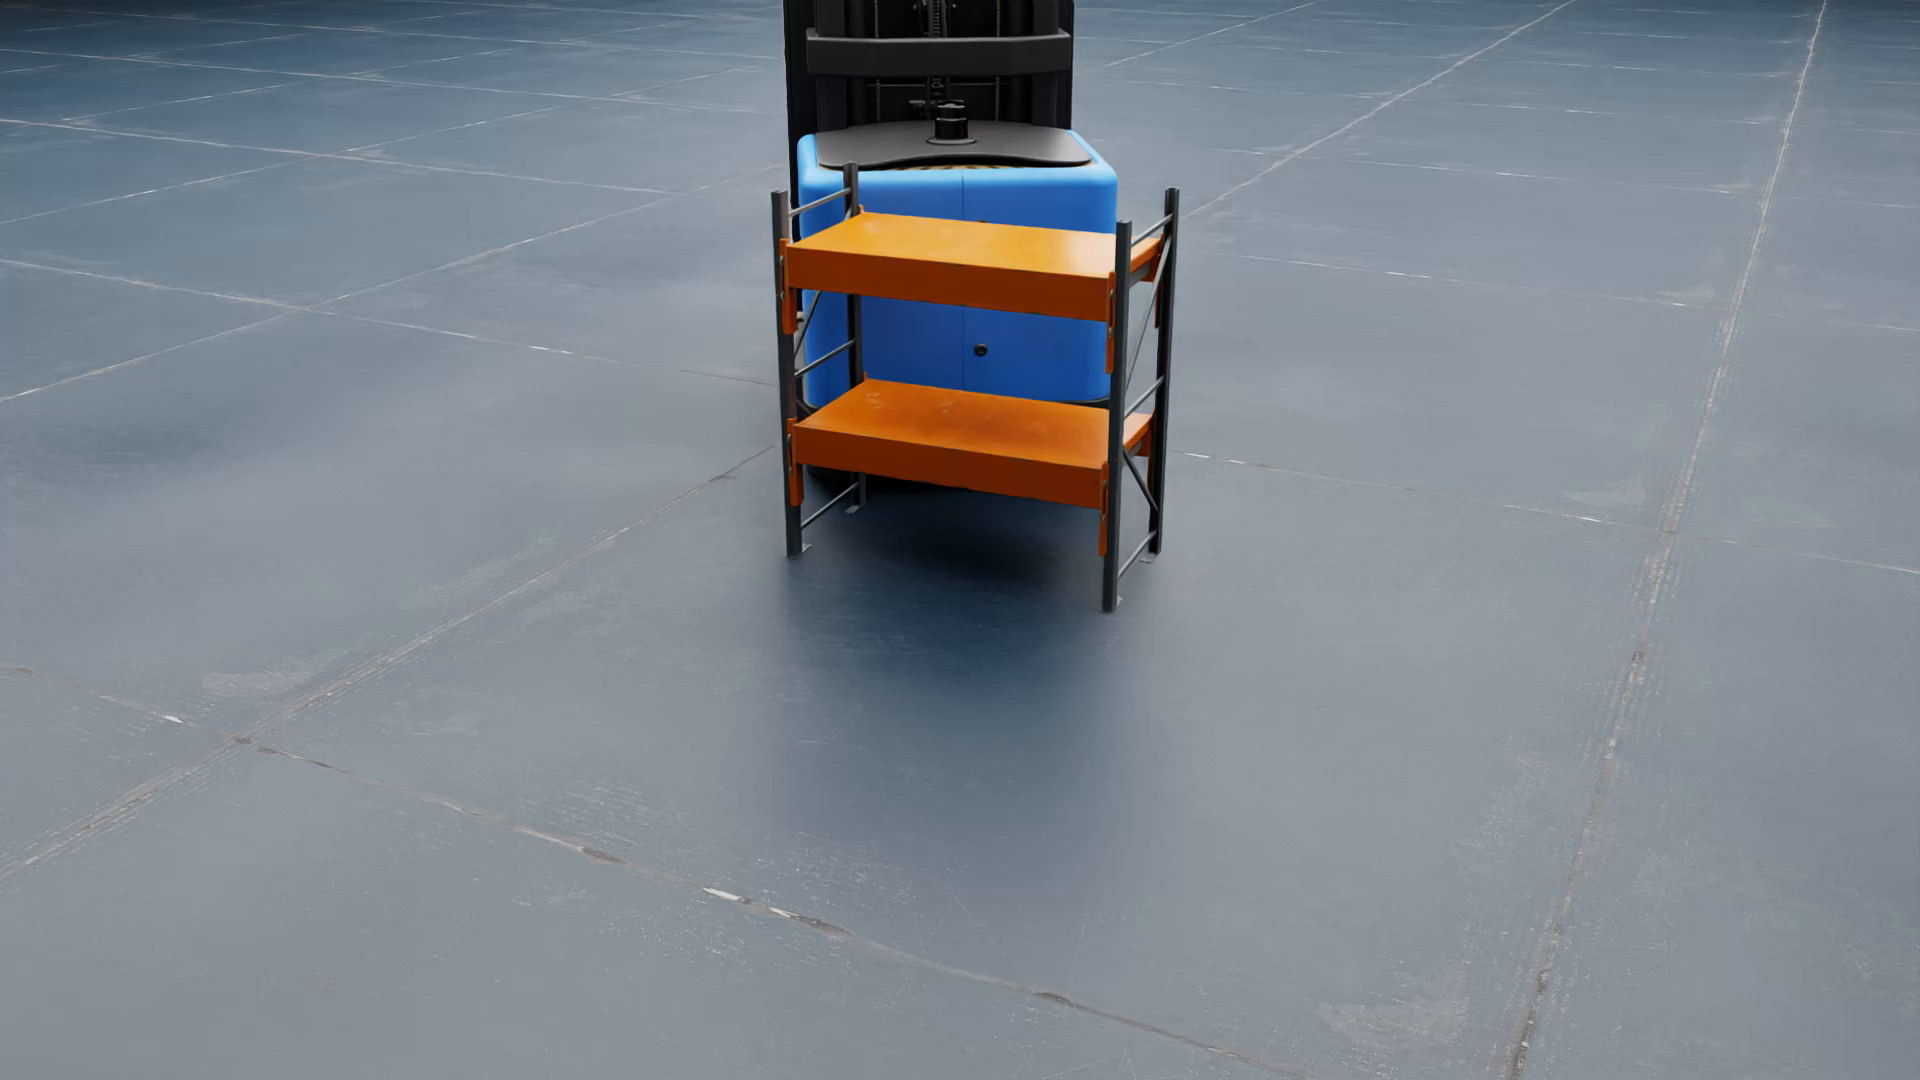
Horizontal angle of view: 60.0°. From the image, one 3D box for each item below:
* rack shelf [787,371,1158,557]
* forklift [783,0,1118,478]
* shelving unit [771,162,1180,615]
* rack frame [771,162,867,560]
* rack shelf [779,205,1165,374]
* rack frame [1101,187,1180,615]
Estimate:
[{"bbox_3d":[0.047,-0.248,5.020,1.000,0.278,0.538,9,25,21],"label":"rack shelf"},{"bbox_3d":[-0.143,-2.096,6.433,1.130,2.935,3.031,-2,23,-5],"label":"forklift"},{"bbox_3d":[0.047,-0.473,4.925,1.048,1.125,0.538,9,25,21],"label":"shelving unit"},{"bbox_3d":[-0.422,-0.550,5.105,0.032,1.125,0.500,9,25,21],"label":"rack frame"},{"bbox_3d":[0.047,-0.742,4.810,1.000,0.278,0.538,9,25,21],"label":"rack shelf"},{"bbox_3d":[0.515,-0.396,4.744,0.032,1.125,0.500,9,25,21],"label":"rack frame"}]
